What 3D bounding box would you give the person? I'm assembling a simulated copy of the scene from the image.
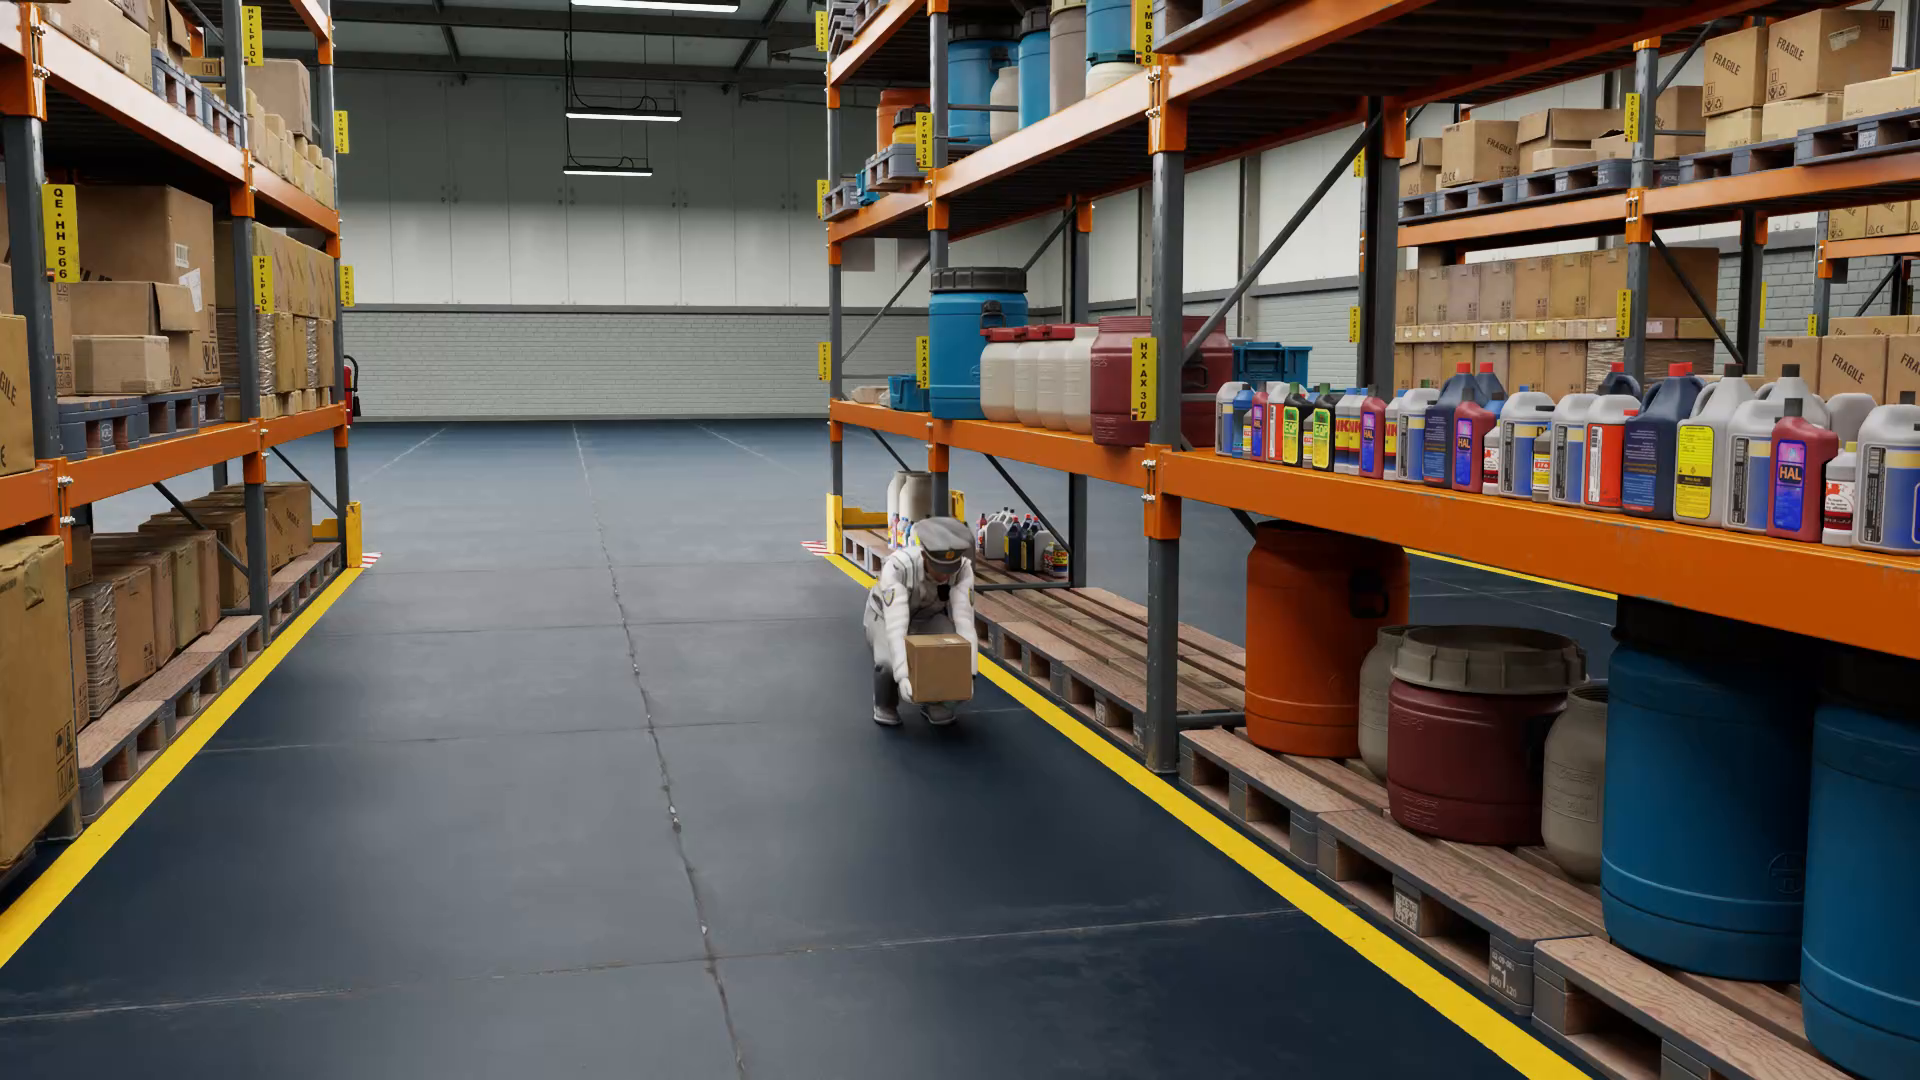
[{"bbox_3d":[-0.176,0.367,7.544,0.466,0.981,0.842,-2,6,-15],"label":"person"}]
